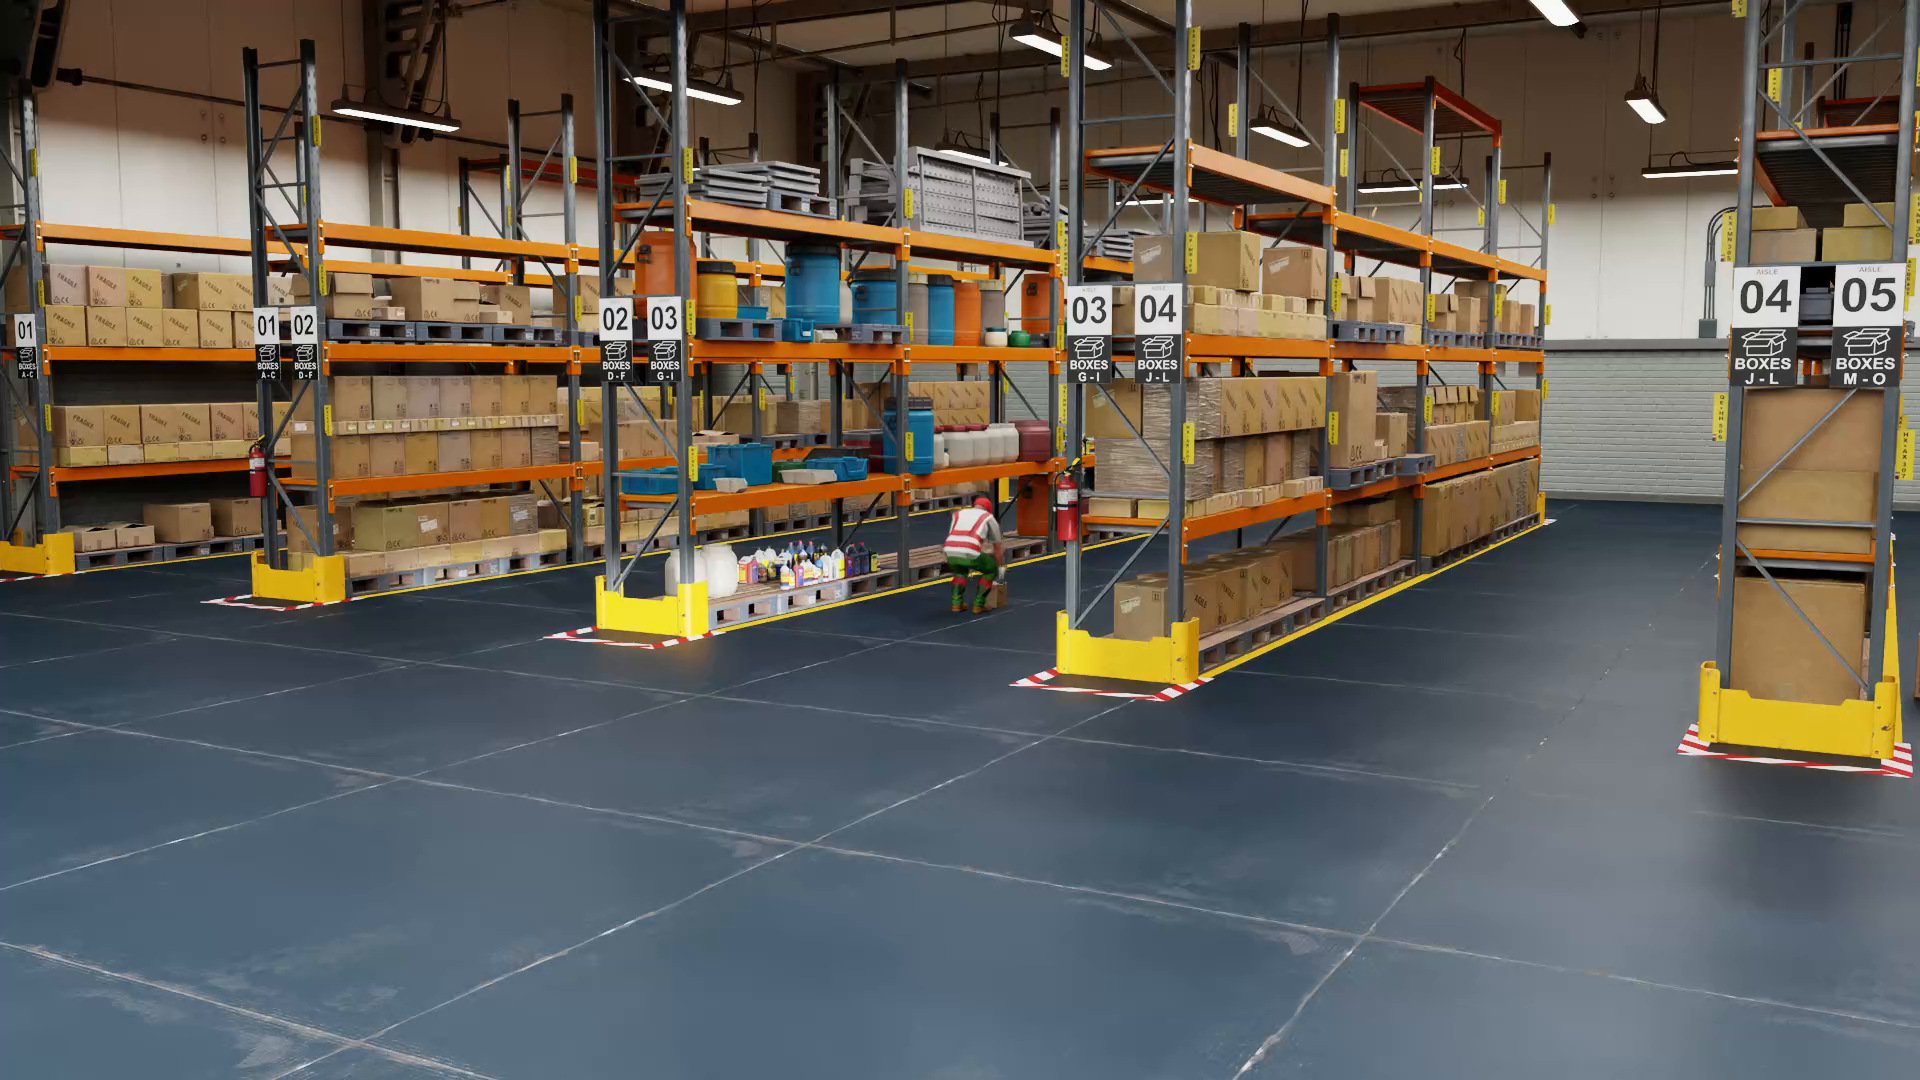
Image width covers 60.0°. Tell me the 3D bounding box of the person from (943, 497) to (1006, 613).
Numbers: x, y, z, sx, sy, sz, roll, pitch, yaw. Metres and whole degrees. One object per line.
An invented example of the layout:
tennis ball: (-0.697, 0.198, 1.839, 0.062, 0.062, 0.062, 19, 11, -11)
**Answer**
person: (0.109, 0.157, 17.462, 0.580, 1.172, 0.852, 3, 7, 28)
